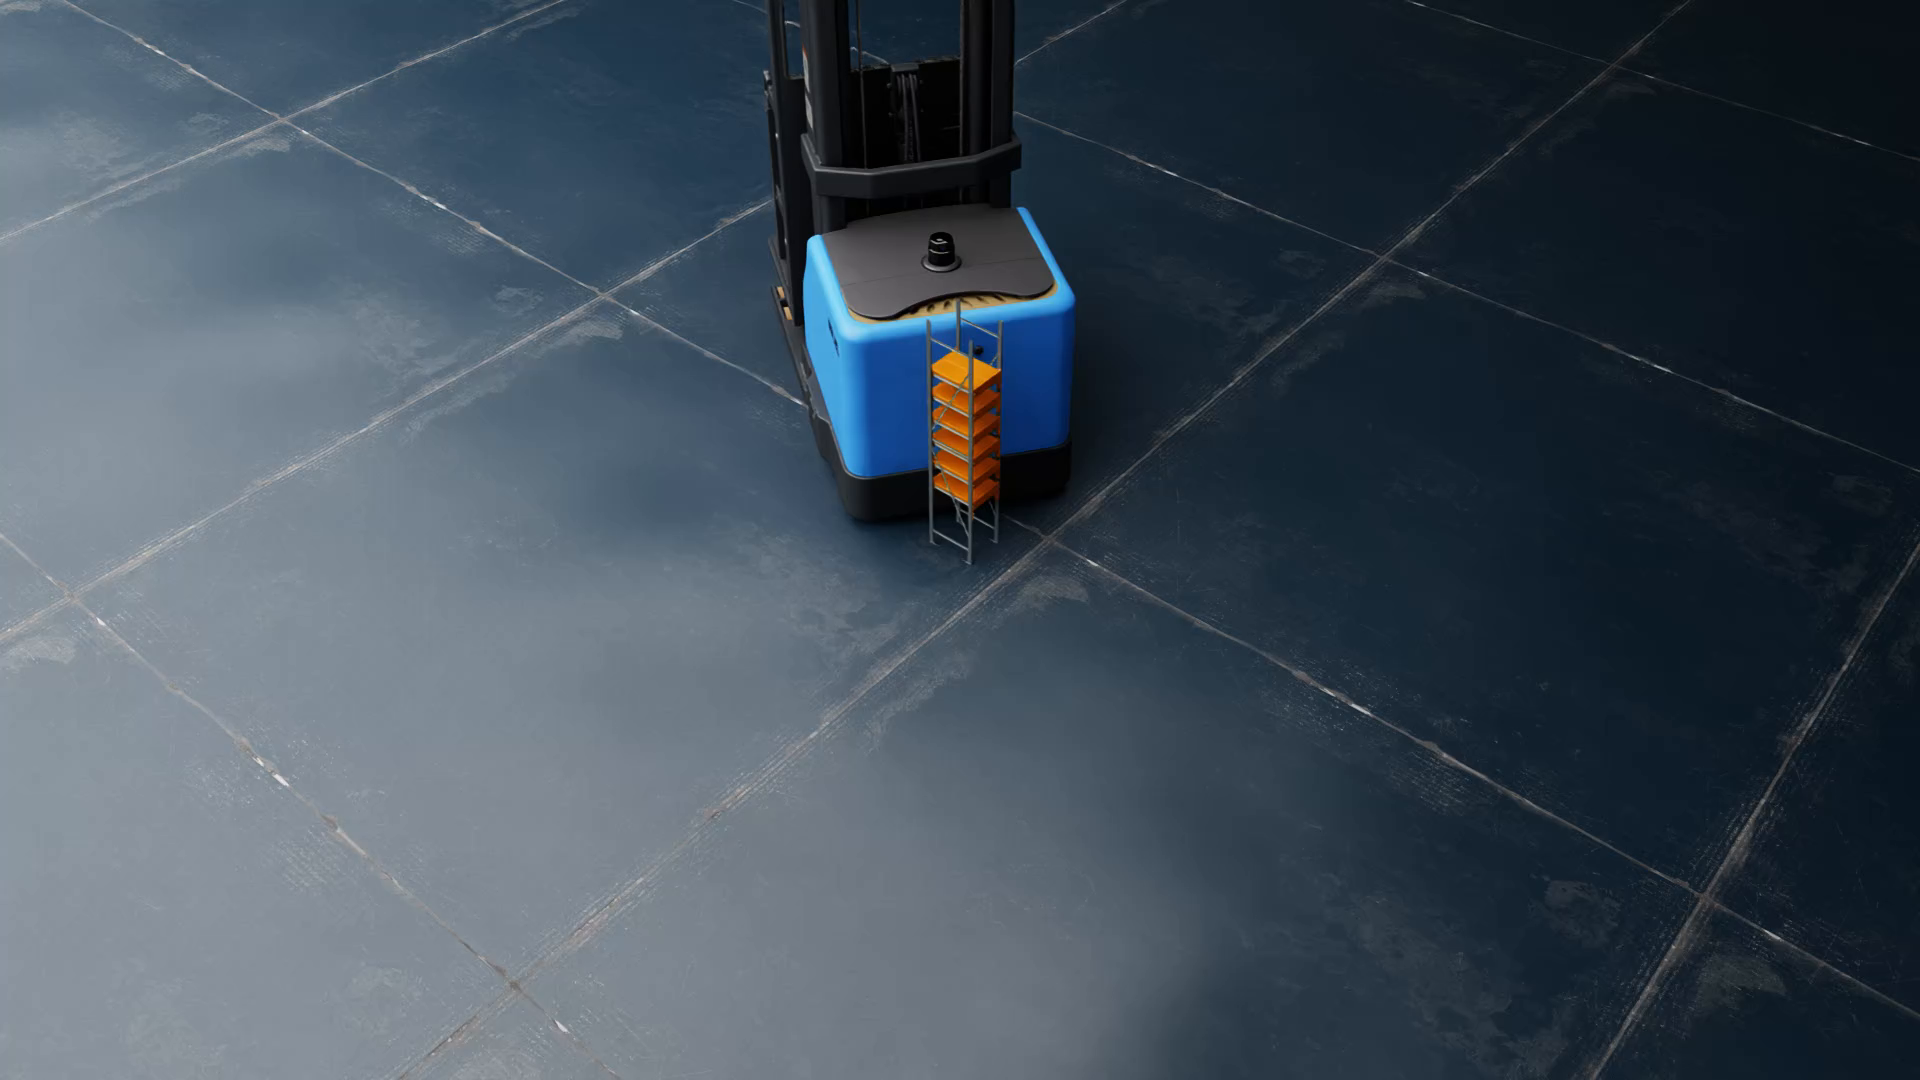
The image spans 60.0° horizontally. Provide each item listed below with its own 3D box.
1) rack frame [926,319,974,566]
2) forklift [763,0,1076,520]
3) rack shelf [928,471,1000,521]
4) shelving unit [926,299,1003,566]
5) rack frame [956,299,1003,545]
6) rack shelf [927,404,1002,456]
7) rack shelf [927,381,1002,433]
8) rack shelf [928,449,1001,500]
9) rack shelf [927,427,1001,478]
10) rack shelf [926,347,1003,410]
[{"bbox_3d":[-0.040,-0.382,6.960,0.240,1.200,0.006,29,50,28],"label":"rack frame"},{"bbox_3d":[-0.359,-2.178,7.649,1.130,2.935,3.031,-10,43,-11],"label":"forklift"},{"bbox_3d":[0.018,-0.219,7.204,0.258,0.103,0.180,29,50,28],"label":"rack shelf"},{"bbox_3d":[0.018,-0.429,7.012,0.258,1.200,0.189,29,50,28],"label":"shelving unit"},{"bbox_3d":[0.077,-0.476,7.064,0.240,1.200,0.006,29,50,28],"label":"rack frame"},{"bbox_3d":[0.018,-0.485,6.961,0.258,0.103,0.180,29,50,28],"label":"rack shelf"},{"bbox_3d":[0.018,-0.574,6.880,0.258,0.103,0.180,29,50,28],"label":"rack shelf"},{"bbox_3d":[0.018,-0.307,7.123,0.258,0.103,0.180,29,50,28],"label":"rack shelf"},{"bbox_3d":[0.018,-0.396,7.042,0.258,0.103,0.180,29,50,28],"label":"rack shelf"},{"bbox_3d":[0.018,-0.662,6.800,0.258,0.103,0.180,29,50,28],"label":"rack shelf"}]
